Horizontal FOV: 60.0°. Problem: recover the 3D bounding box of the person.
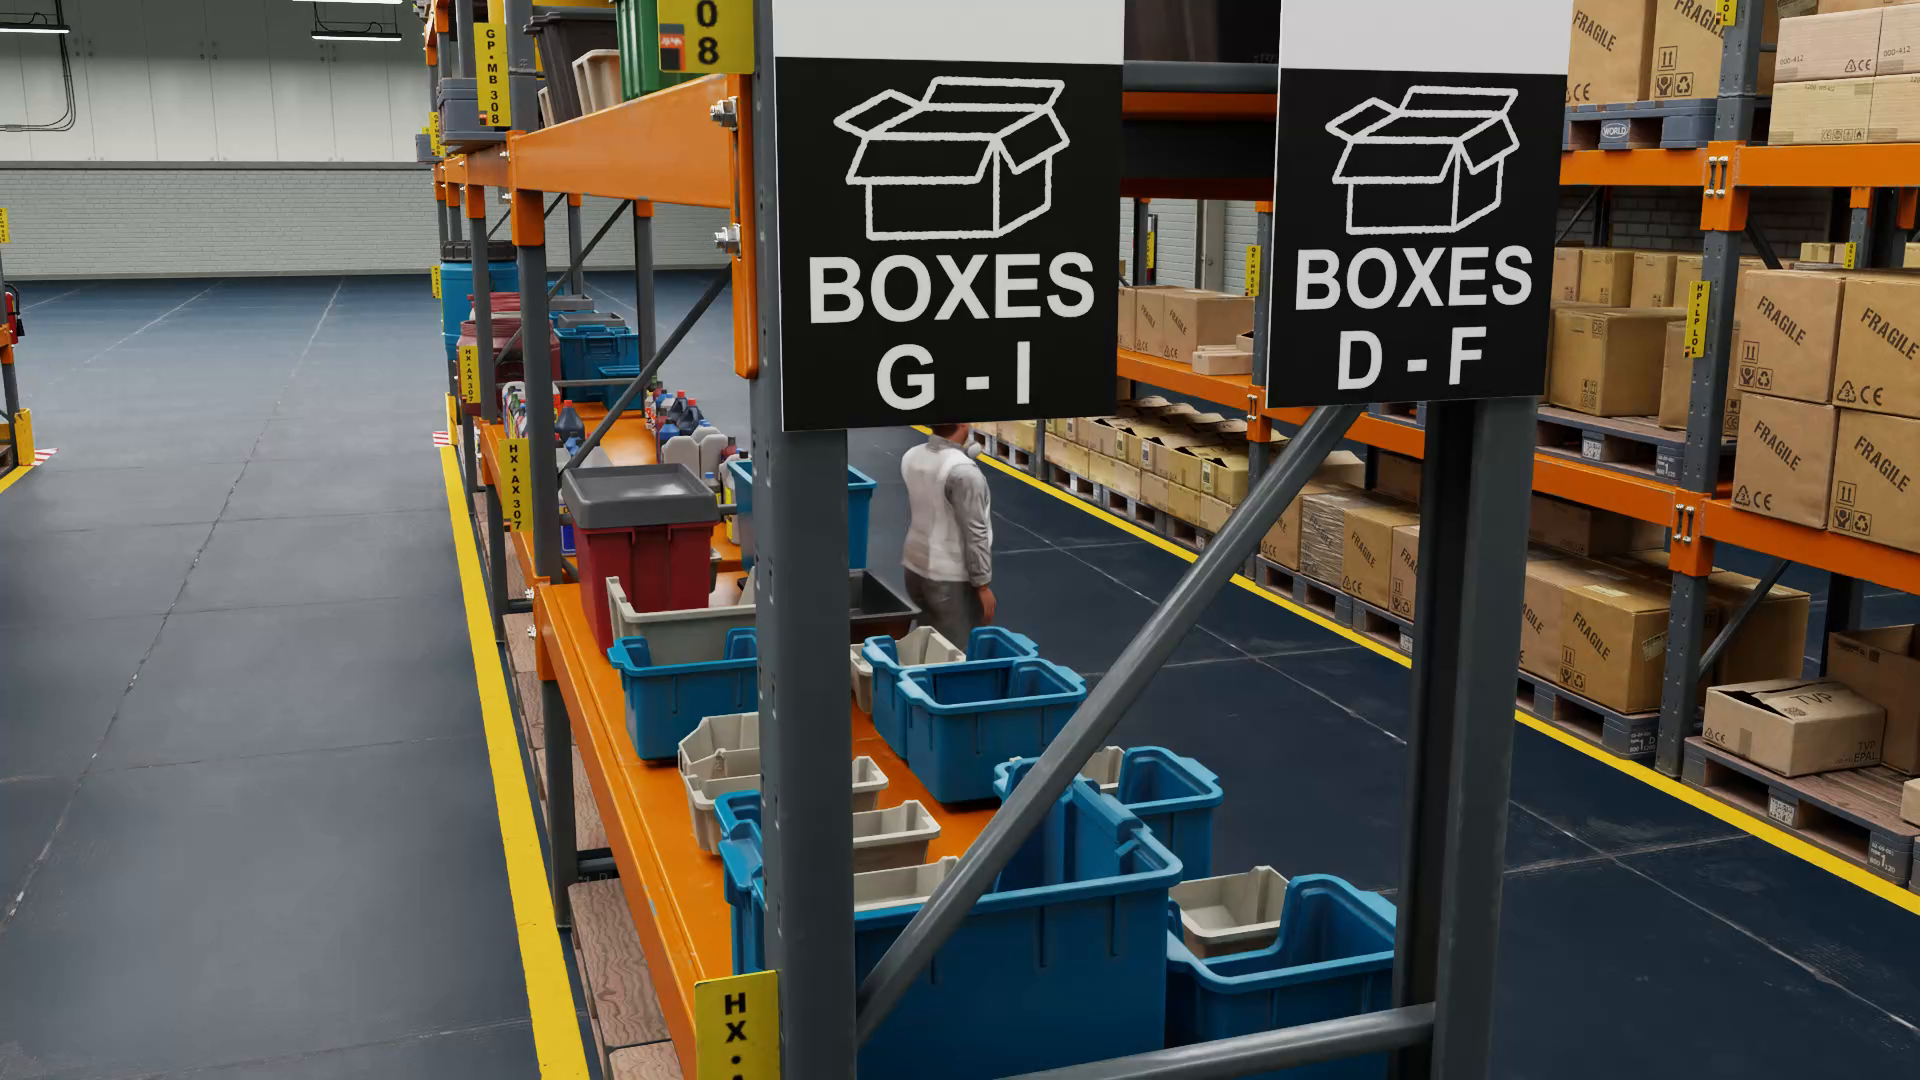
[{"bbox_3d":[-0.039,0.171,7.517,0.385,1.778,0.577,-7,14,-30],"label":"person"}]
